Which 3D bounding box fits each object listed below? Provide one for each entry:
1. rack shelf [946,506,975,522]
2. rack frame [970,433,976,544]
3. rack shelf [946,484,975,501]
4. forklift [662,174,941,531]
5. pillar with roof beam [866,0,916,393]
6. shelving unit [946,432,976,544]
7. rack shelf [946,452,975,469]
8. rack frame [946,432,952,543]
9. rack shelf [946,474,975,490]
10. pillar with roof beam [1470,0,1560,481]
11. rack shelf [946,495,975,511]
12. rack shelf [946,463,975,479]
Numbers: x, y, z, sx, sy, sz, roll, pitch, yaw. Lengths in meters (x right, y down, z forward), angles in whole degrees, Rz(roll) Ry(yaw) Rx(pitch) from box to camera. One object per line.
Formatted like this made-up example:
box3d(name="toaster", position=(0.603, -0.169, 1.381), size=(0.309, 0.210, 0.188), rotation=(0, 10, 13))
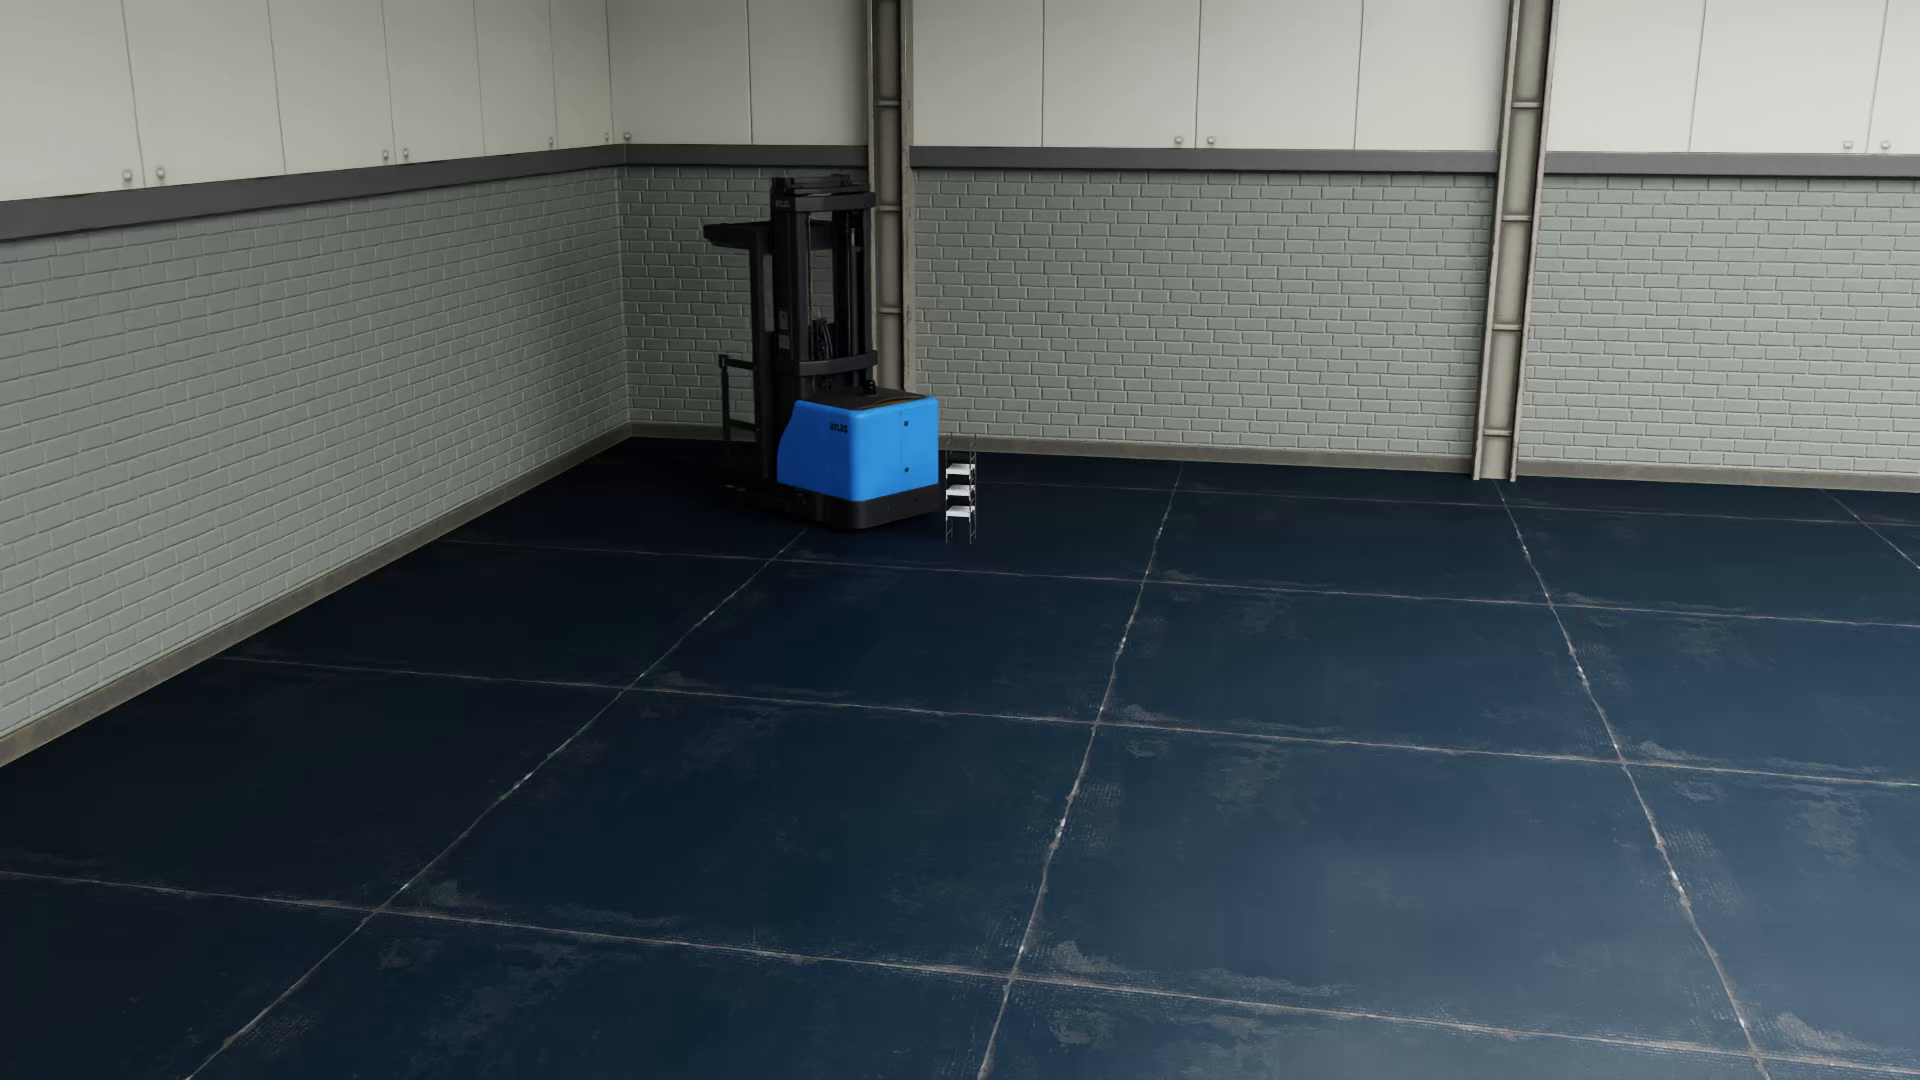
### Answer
box3d(name="rack shelf", position=(0.008, -0.228, 13.927), size=(0.200, 0.077, 0.258), rotation=(3, 16, 11))
box3d(name="rack frame", position=(0.108, -0.428, 13.851), size=(0.006, 0.900, 0.240), rotation=(3, 16, 11))
box3d(name="rack shelf", position=(0.008, -0.401, 13.879), size=(0.200, 0.077, 0.258), rotation=(3, 16, 11))
box3d(name="forklift", position=(-1.578, -1.804, 15.016), size=(3.031, 2.935, 1.130), rotation=(15, 21, 42))
box3d(name="pillar with roof beam", position=(-1.544, -4.145, 12.098), size=(0.400, 9.000, 9.100), rotation=(3, 16, 11))
box3d(name="shelving unit", position=(0.008, -0.433, 13.870), size=(0.210, 0.900, 0.258), rotation=(3, 16, 11))
box3d(name="rack shelf", position=(0.008, -0.661, 13.807), size=(0.200, 0.077, 0.258), rotation=(3, 16, 11))
box3d(name="rack frame", position=(-0.092, -0.439, 13.890), size=(0.006, 0.900, 0.240), rotation=(3, 16, 11))
box3d(name="rack shelf", position=(0.008, -0.488, 13.855), size=(0.200, 0.077, 0.258), rotation=(3, 16, 11))
box3d(name="pillar with roof beam", position=(4.336, -3.826, 10.946), size=(0.400, 9.000, 9.100), rotation=(3, 16, 11))
box3d(name="rack shelf", position=(0.008, -0.314, 13.903), size=(0.200, 0.077, 0.258), rotation=(3, 16, 11))
box3d(name="rack shelf", position=(0.008, -0.575, 13.831), size=(0.200, 0.077, 0.258), rotation=(3, 16, 11))
